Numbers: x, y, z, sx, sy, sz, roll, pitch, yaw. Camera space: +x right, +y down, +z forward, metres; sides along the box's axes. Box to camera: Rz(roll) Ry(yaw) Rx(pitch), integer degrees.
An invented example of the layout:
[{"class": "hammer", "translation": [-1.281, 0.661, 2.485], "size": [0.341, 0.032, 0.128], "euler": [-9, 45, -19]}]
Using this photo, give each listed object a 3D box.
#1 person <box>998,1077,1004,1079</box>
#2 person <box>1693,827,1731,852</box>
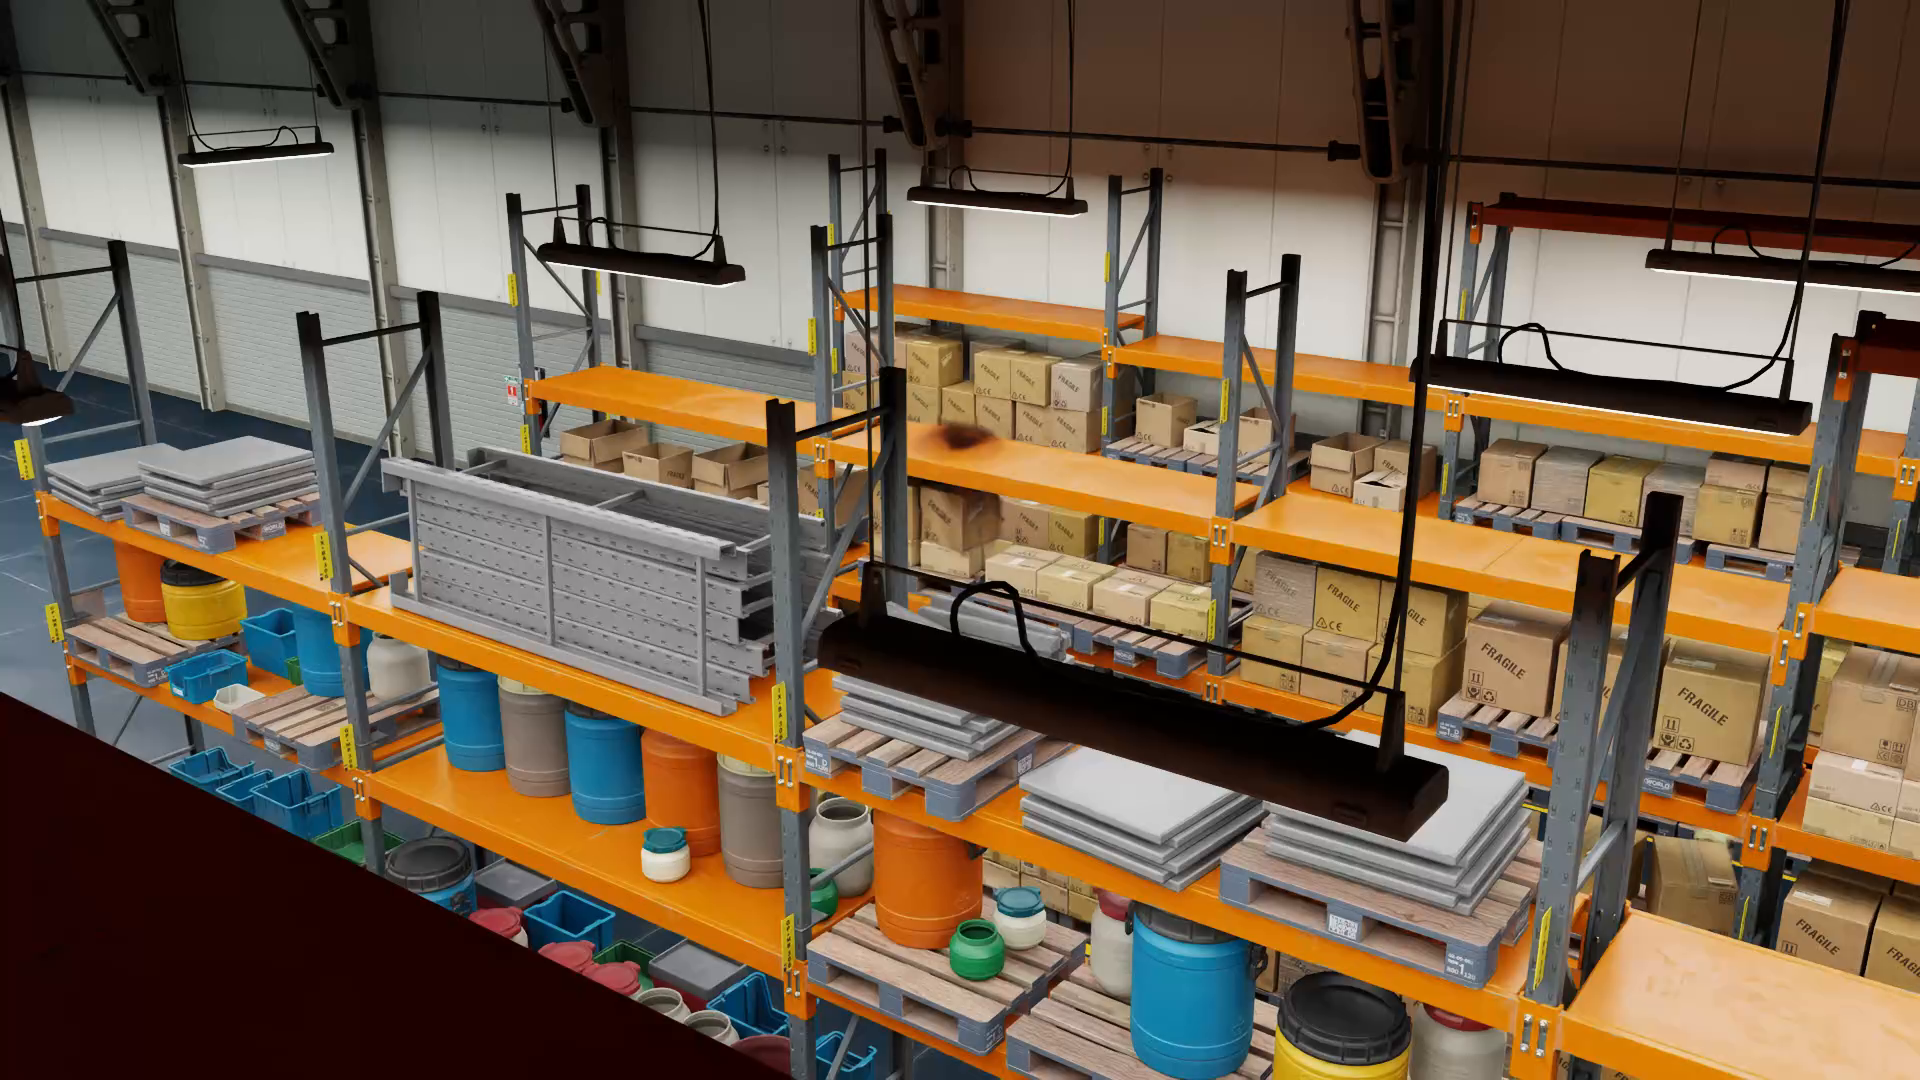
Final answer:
[{"class": "person", "translation": [0.532, 3.729, 11.300], "size": [0.620, 1.816, 0.476], "euler": [9, 21, 26]}, {"class": "person", "translation": [6.279, 2.859, 14.011], "size": [0.978, 1.624, 0.464], "euler": [11, 21, 29]}]
